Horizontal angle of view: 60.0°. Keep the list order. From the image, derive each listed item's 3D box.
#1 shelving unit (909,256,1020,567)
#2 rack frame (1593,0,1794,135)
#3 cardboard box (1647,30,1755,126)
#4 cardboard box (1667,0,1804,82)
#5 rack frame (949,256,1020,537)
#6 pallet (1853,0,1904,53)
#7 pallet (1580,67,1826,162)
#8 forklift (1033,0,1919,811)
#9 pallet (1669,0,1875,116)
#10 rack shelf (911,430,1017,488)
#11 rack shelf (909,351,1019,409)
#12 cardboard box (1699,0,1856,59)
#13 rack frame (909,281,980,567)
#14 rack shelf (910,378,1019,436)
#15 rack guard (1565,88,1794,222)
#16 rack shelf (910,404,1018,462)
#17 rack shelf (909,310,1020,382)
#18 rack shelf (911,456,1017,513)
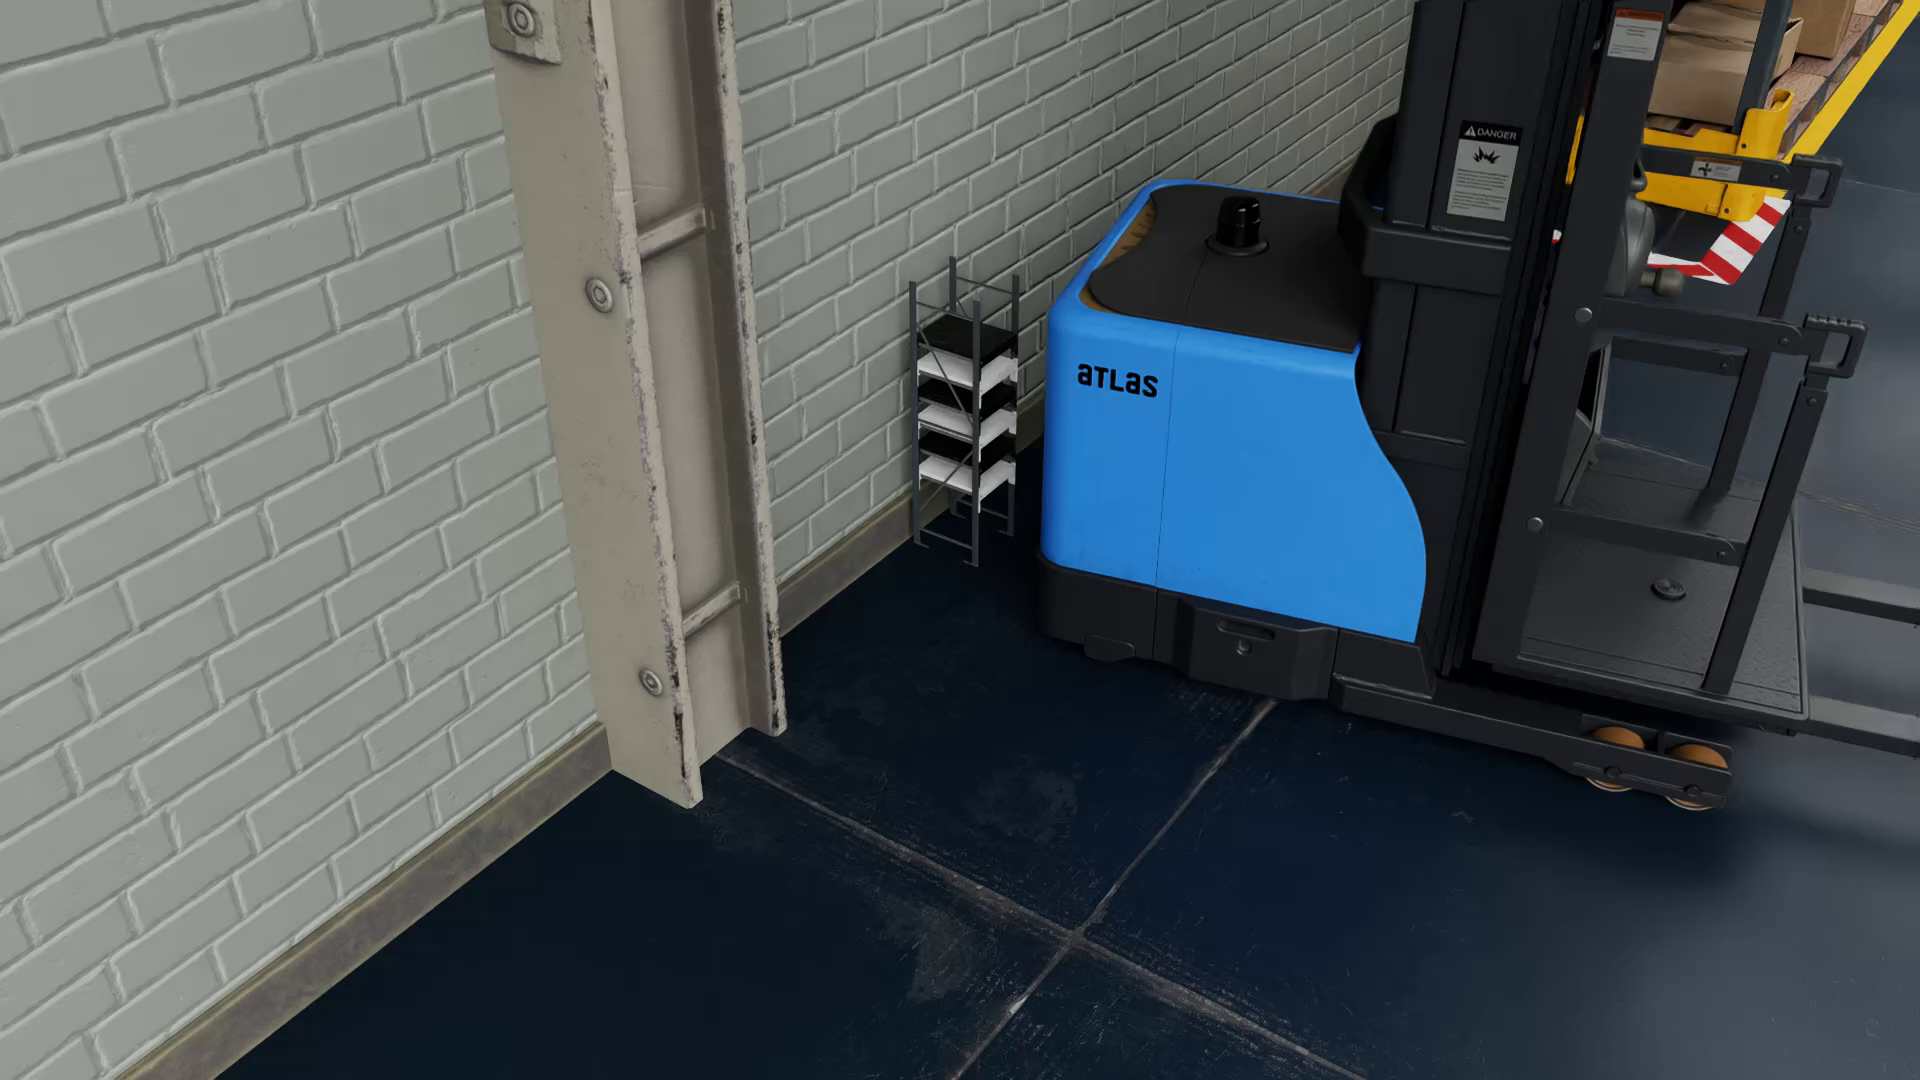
[{"bbox_3d":[0.013,-0.375,5.000,0.258,0.900,0.210,21,39,28],"label":"shelving unit"},{"bbox_3d":[3.030,-2.859,6.800,1.000,3.000,0.127,21,39,28],"label":"rack frame"},{"bbox_3d":[3.499,-2.217,7.859,0.500,0.311,0.500,17,37,23],"label":"cardboard box"},{"bbox_3d":[3.824,-2.480,8.247,0.500,0.311,0.500,25,41,32],"label":"cardboard box"},{"bbox_3d":[0.070,-0.422,5.070,0.240,0.900,0.006,21,39,28],"label":"rack frame"},{"bbox_3d":[4.957,-3.224,9.830,1.003,0.211,1.213,21,39,28],"label":"pallet"},{"bbox_3d":[3.566,-2.102,8.169,1.003,0.211,1.213,21,39,28],"label":"pallet"},{"bbox_3d":[1.781,-0.865,3.912,3.031,2.935,1.130,12,36,17],"label":"forklift"},{"bbox_3d":[4.262,-2.661,8.996,1.003,0.211,1.213,21,39,28],"label":"pallet"},{"bbox_3d":[0.013,-0.272,5.070,0.258,0.077,0.200,21,39,28],"label":"rack shelf"},{"bbox_3d":[0.013,-0.496,4.918,0.258,0.077,0.200,21,39,28],"label":"rack shelf"},{"bbox_3d":[4.283,-2.880,8.669,0.700,0.500,0.500,19,38,25],"label":"cardboard box"},{"bbox_3d":[-0.044,-0.327,4.931,0.240,0.900,0.006,21,39,28],"label":"rack frame"},{"bbox_3d":[0.013,-0.421,4.969,0.258,0.077,0.200,21,39,28],"label":"rack shelf"},{"bbox_3d":[3.074,-1.859,7.552,1.175,0.500,0.348,21,39,28],"label":"rack guard"},{"bbox_3d":[0.013,-0.347,5.019,0.258,0.077,0.200,21,39,28],"label":"rack shelf"},{"bbox_3d":[0.013,-0.571,4.868,0.258,0.077,0.200,21,39,28],"label":"rack shelf"},{"bbox_3d":[0.013,-0.198,5.120,0.258,0.077,0.200,21,39,28],"label":"rack shelf"}]
